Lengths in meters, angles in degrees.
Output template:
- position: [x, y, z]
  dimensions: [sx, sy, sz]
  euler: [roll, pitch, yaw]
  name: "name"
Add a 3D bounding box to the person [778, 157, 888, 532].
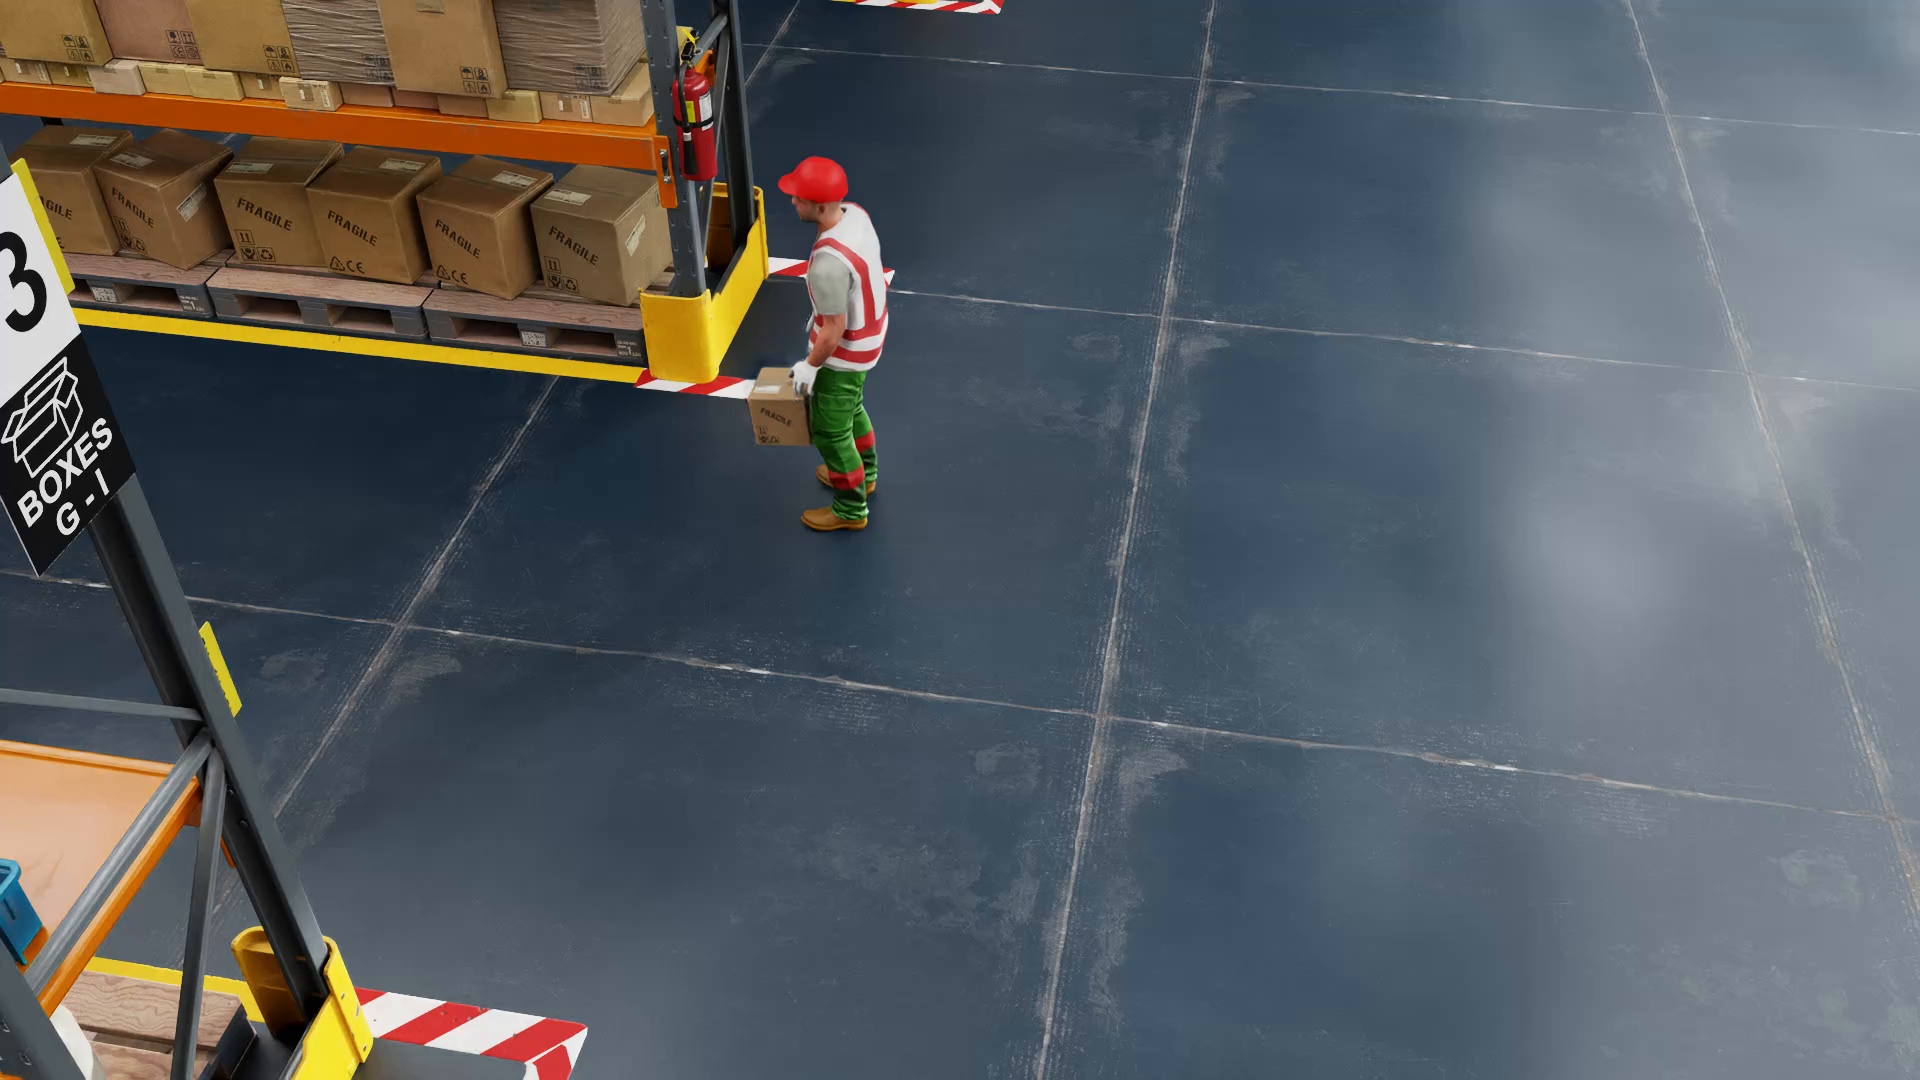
- position: [-0.518, -0.823, 7.114]
  dimensions: [0.411, 1.786, 0.550]
  euler: [6, 40, 6]
  name: "person"
